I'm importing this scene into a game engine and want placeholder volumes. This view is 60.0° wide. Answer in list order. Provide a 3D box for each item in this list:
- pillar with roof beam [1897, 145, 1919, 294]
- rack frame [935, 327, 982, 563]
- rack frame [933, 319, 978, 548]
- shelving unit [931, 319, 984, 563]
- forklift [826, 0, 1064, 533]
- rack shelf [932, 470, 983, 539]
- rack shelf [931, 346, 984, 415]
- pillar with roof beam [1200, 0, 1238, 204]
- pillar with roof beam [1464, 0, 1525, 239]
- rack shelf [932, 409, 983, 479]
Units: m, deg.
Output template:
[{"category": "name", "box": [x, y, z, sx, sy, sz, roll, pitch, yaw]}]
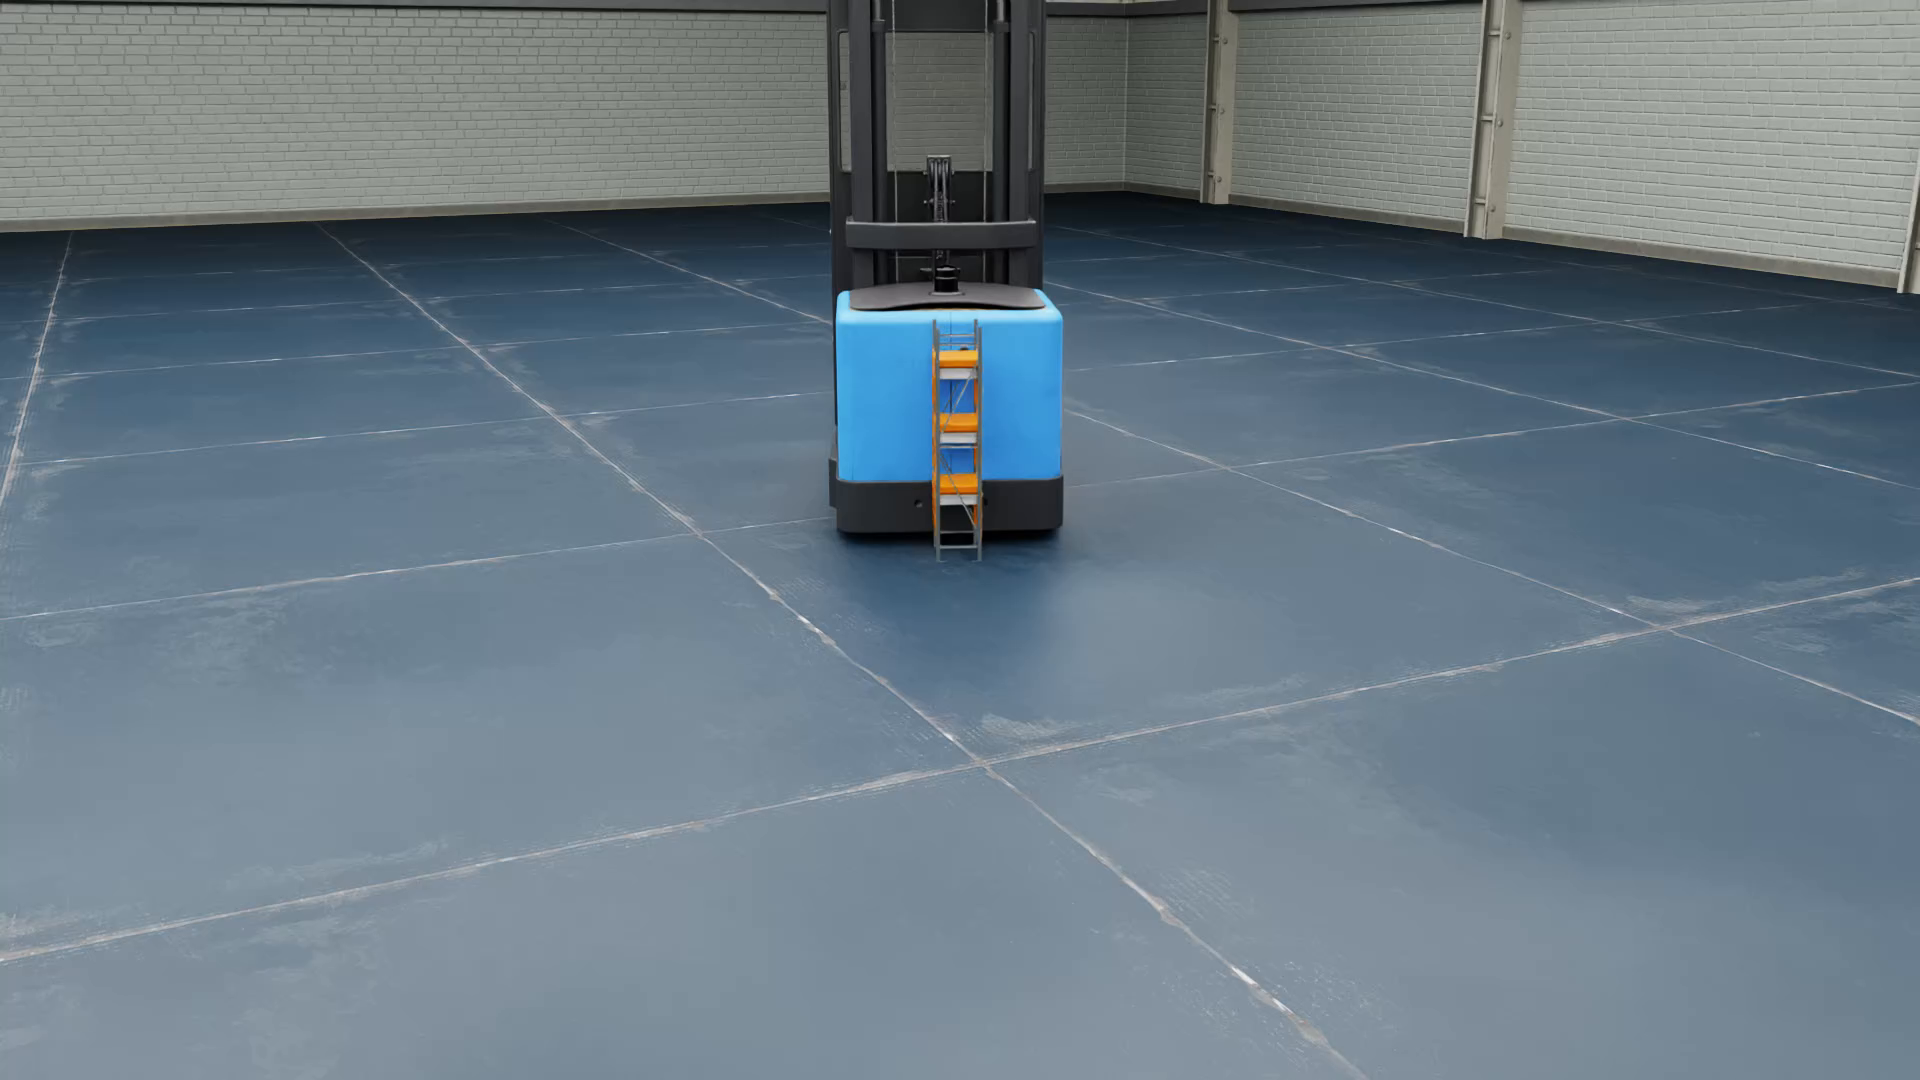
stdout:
[{"category": "pillar with roof beam", "box": [5.428, -6.174, 12.952, 9.100, 9.000, 0.400, -8, 18, -25]}, {"category": "rack frame", "box": [-0.005, -0.405, 7.257, 0.200, 1.050, 0.008, -1, 16, -3]}, {"category": "rack frame", "box": [-0.021, -0.472, 7.491, 0.200, 1.050, 0.008, -1, 16, -3]}, {"category": "shelving unit", "box": [-0.013, -0.438, 7.374, 0.215, 1.050, 0.252, -1, 16, -3]}, {"category": "forklift", "box": [-0.134, -1.795, 8.692, 1.130, 2.935, 3.031, -1, 16, -3]}, {"category": "rack shelf", "box": [-0.013, -0.161, 7.454, 0.215, 0.259, 0.240, -1, 16, -3]}, {"category": "rack shelf", "box": [-0.013, -0.701, 7.299, 0.215, 0.259, 0.240, -1, 16, -3]}, {"category": "pillar with roof beam", "box": [0.171, -9.150, 23.321, 9.100, 9.000, 0.400, -8, 18, -25]}, {"category": "pillar with roof beam", "box": [2.800, -7.662, 18.137, 9.100, 9.000, 0.400, -8, 18, -25]}, {"category": "rack shelf", "box": [-0.013, -0.428, 7.377, 0.215, 0.259, 0.240, -1, 16, -3]}]
